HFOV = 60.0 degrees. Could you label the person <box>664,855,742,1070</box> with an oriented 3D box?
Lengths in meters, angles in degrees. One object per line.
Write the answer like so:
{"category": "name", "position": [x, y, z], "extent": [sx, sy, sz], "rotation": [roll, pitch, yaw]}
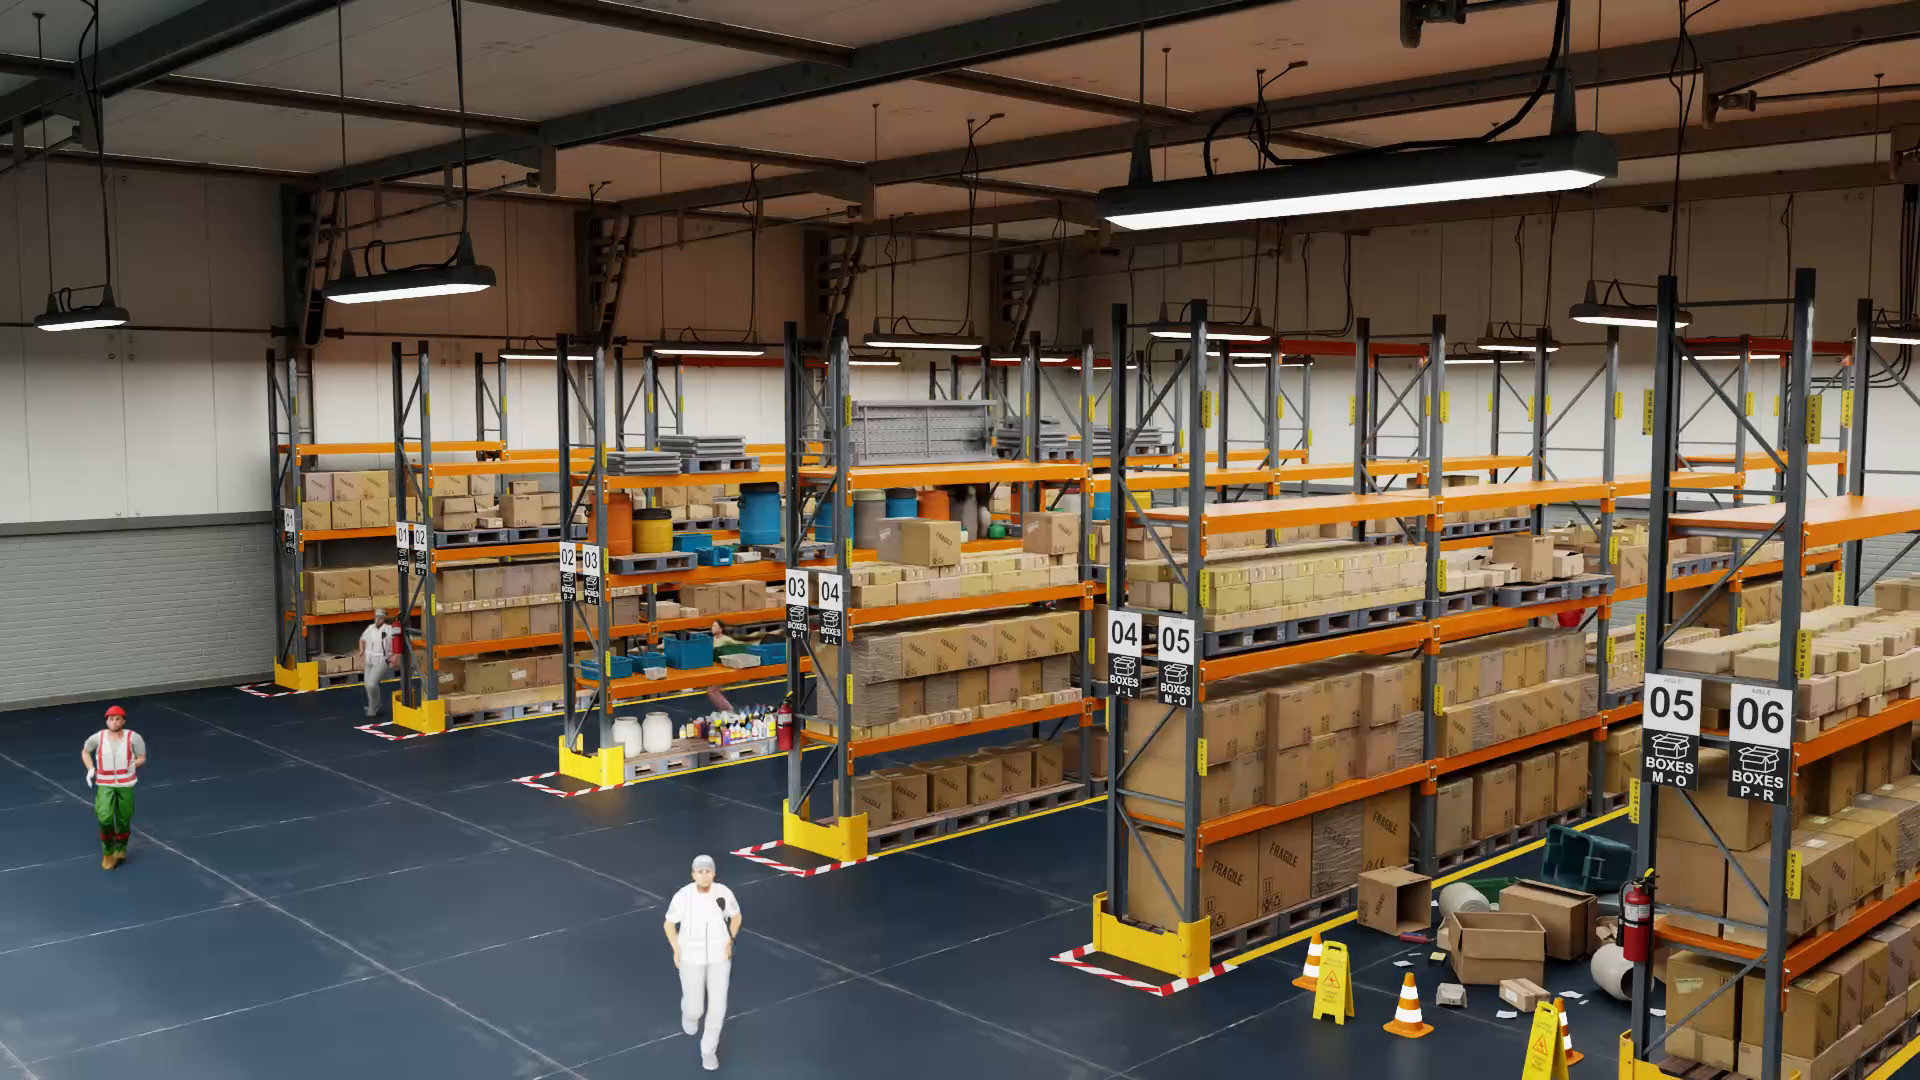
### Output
{"category": "person", "position": [-1.992, 3.248, 12.967], "extent": [0.609, 1.608, 0.584], "rotation": [-1, 5, -16]}

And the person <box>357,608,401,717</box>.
{"category": "person", "position": [-9.402, 1.988, 26.901], "extent": [0.725, 1.795, 0.663], "rotation": [2, 5, 18]}

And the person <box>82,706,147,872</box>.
{"category": "person", "position": [-9.226, 2.710, 18.177], "extent": [0.632, 1.804, 0.721], "rotation": [-3, 6, -28]}

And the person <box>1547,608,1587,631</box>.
{"category": "person", "position": [11.024, 1.704, 30.187], "extent": [0.669, 1.744, 0.895], "rotation": [0, 5, 1]}

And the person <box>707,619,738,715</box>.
{"category": "person", "position": [-3.786, 2.060, 26.027], "extent": [0.596, 1.641, 0.605], "rotation": [5, 7, 43]}
